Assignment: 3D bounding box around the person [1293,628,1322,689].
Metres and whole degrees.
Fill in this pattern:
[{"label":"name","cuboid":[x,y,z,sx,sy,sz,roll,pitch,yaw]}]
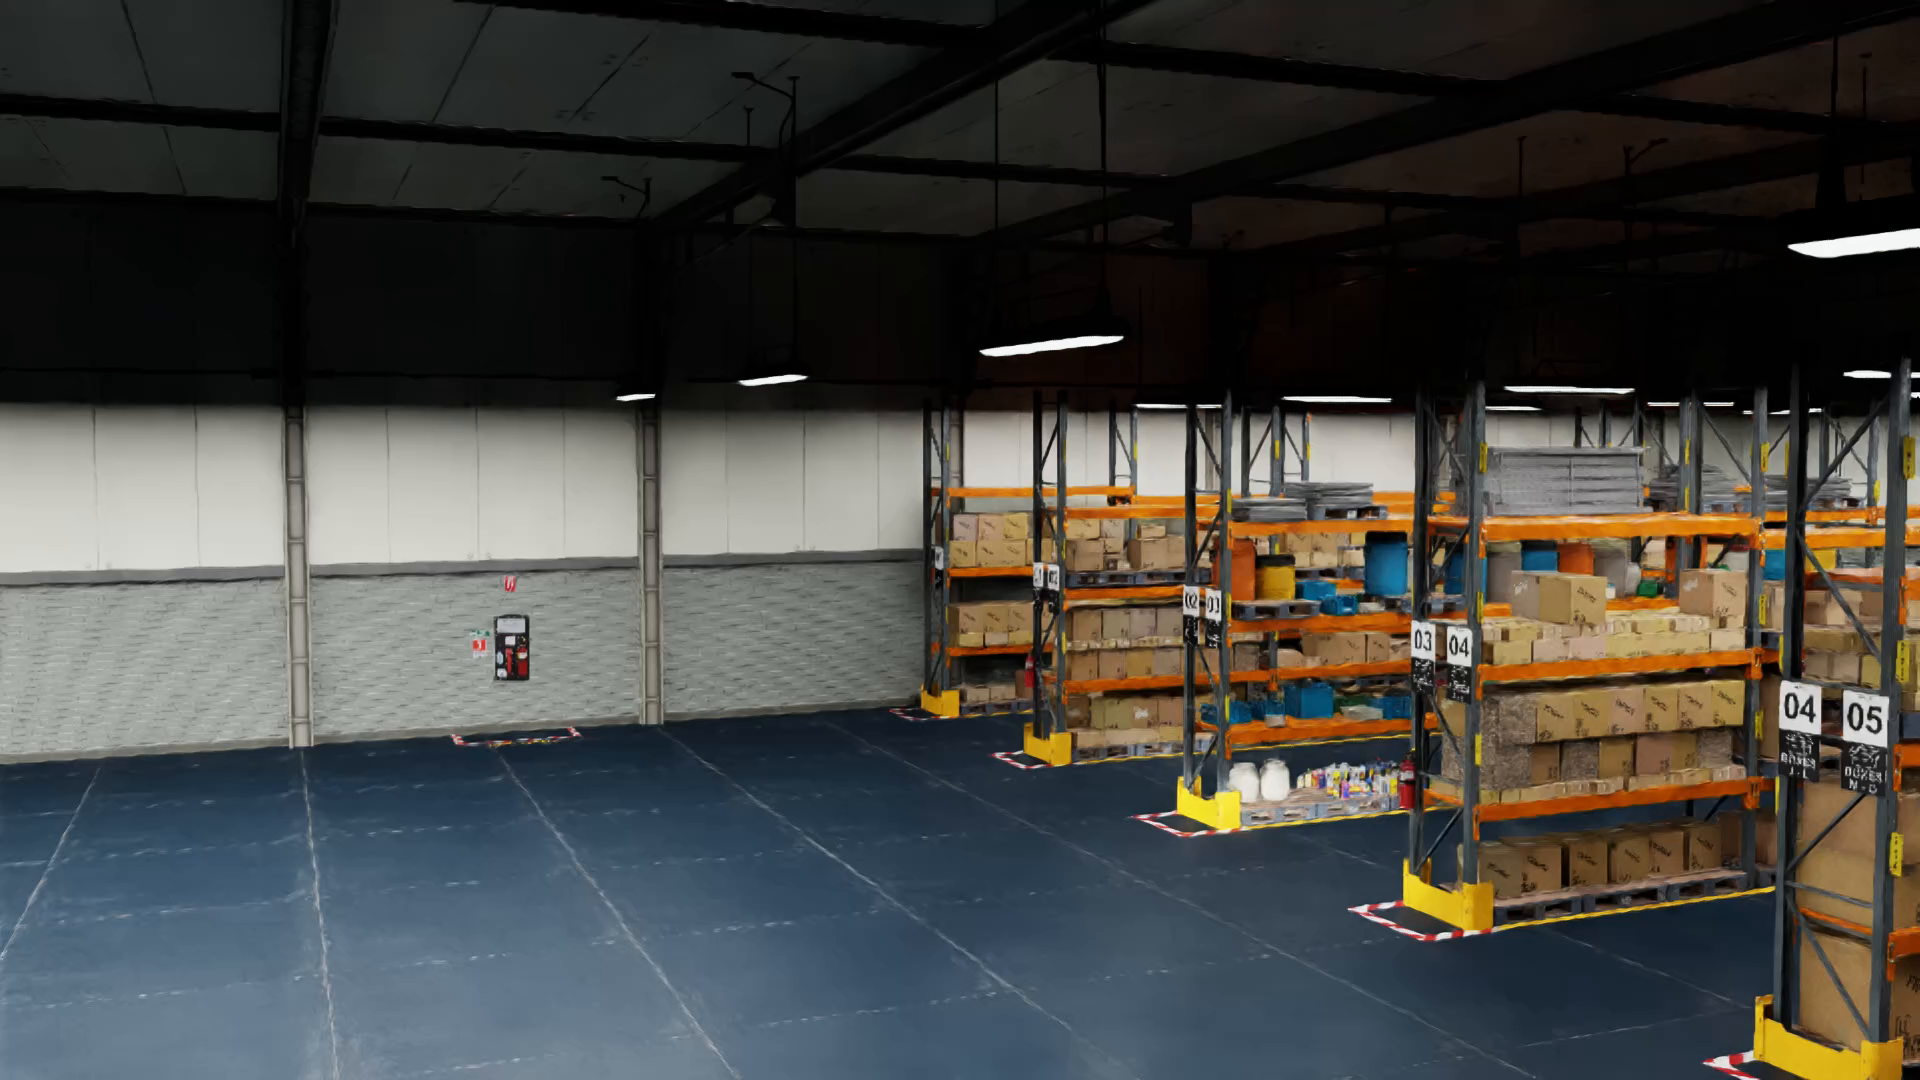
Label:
[{"label":"person","cuboid":[6.724,2.440,32.160,1.022,1.669,0.555,-1,4,-24]}]
